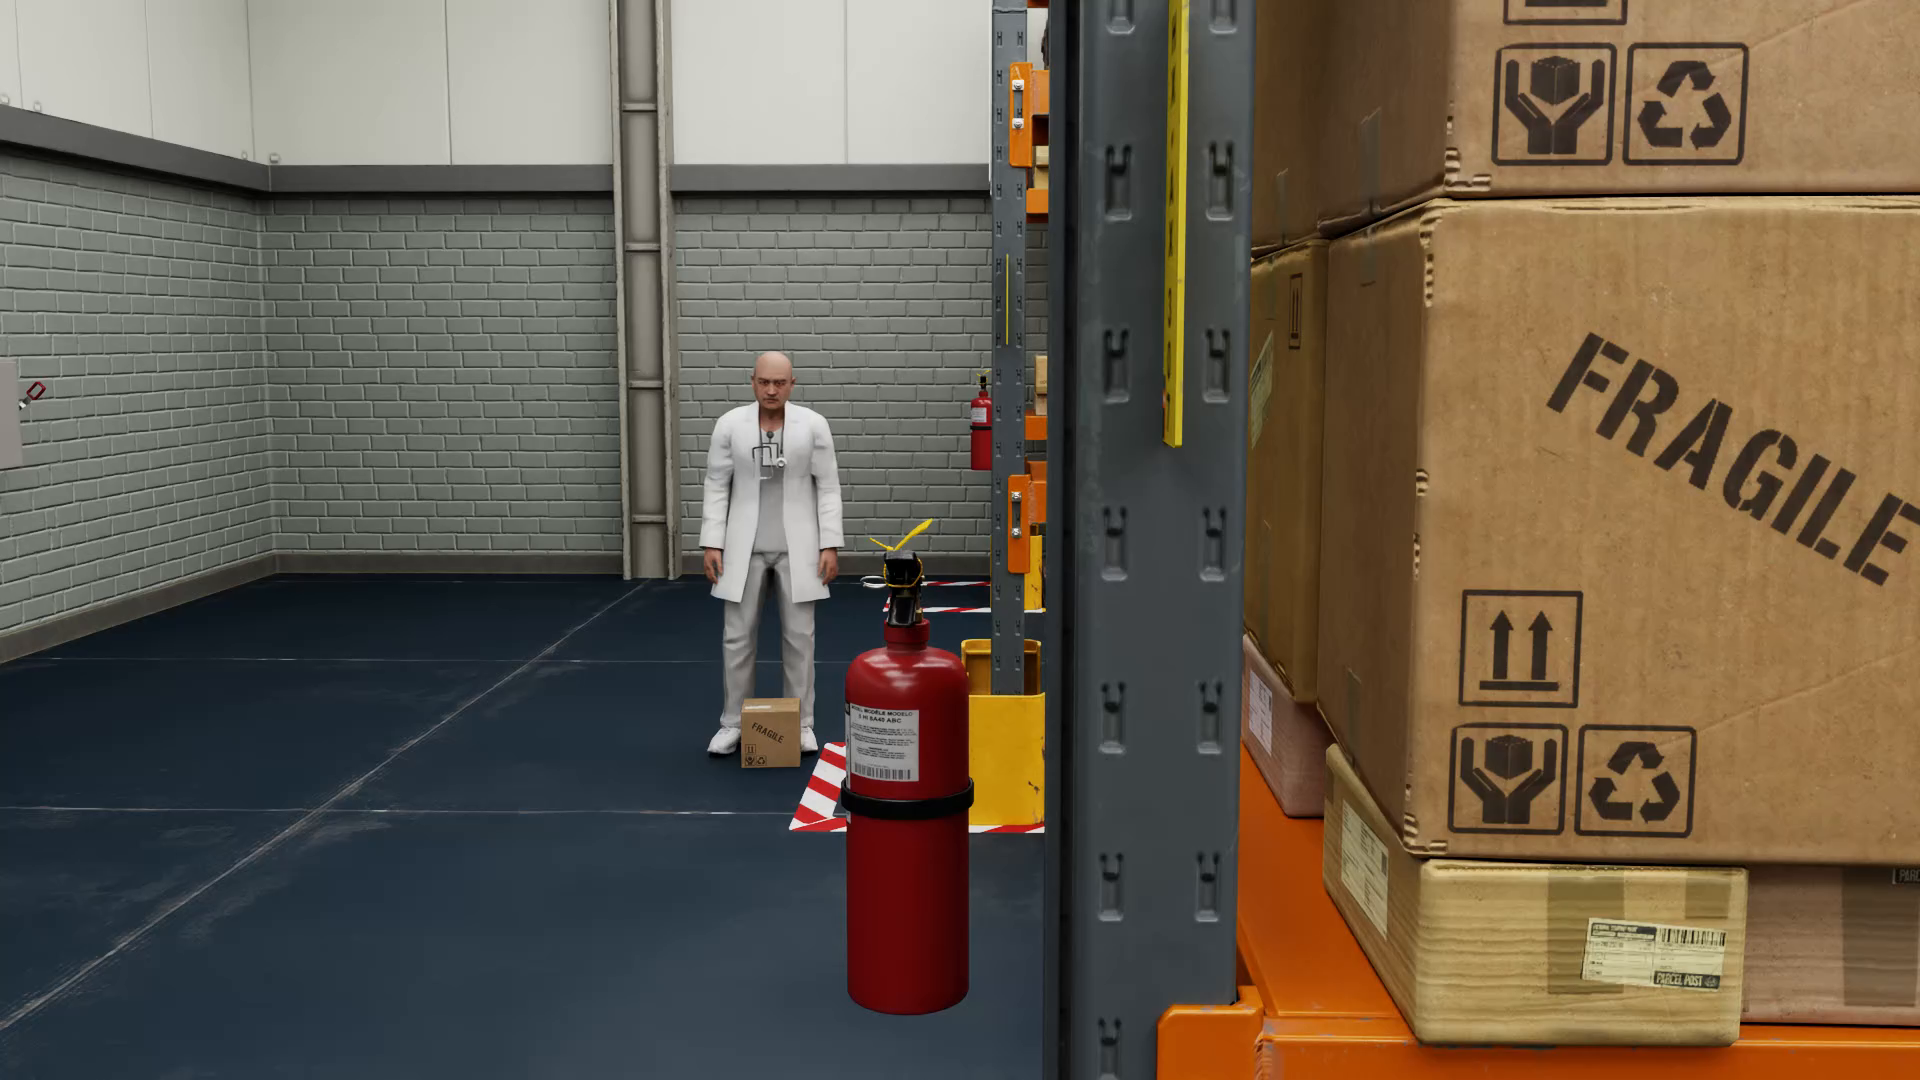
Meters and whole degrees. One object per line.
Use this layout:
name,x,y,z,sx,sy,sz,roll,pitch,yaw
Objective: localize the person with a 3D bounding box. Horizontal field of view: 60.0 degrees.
person,-0.837,0.052,7.401,0.643,1.774,0.419,0,7,-3
